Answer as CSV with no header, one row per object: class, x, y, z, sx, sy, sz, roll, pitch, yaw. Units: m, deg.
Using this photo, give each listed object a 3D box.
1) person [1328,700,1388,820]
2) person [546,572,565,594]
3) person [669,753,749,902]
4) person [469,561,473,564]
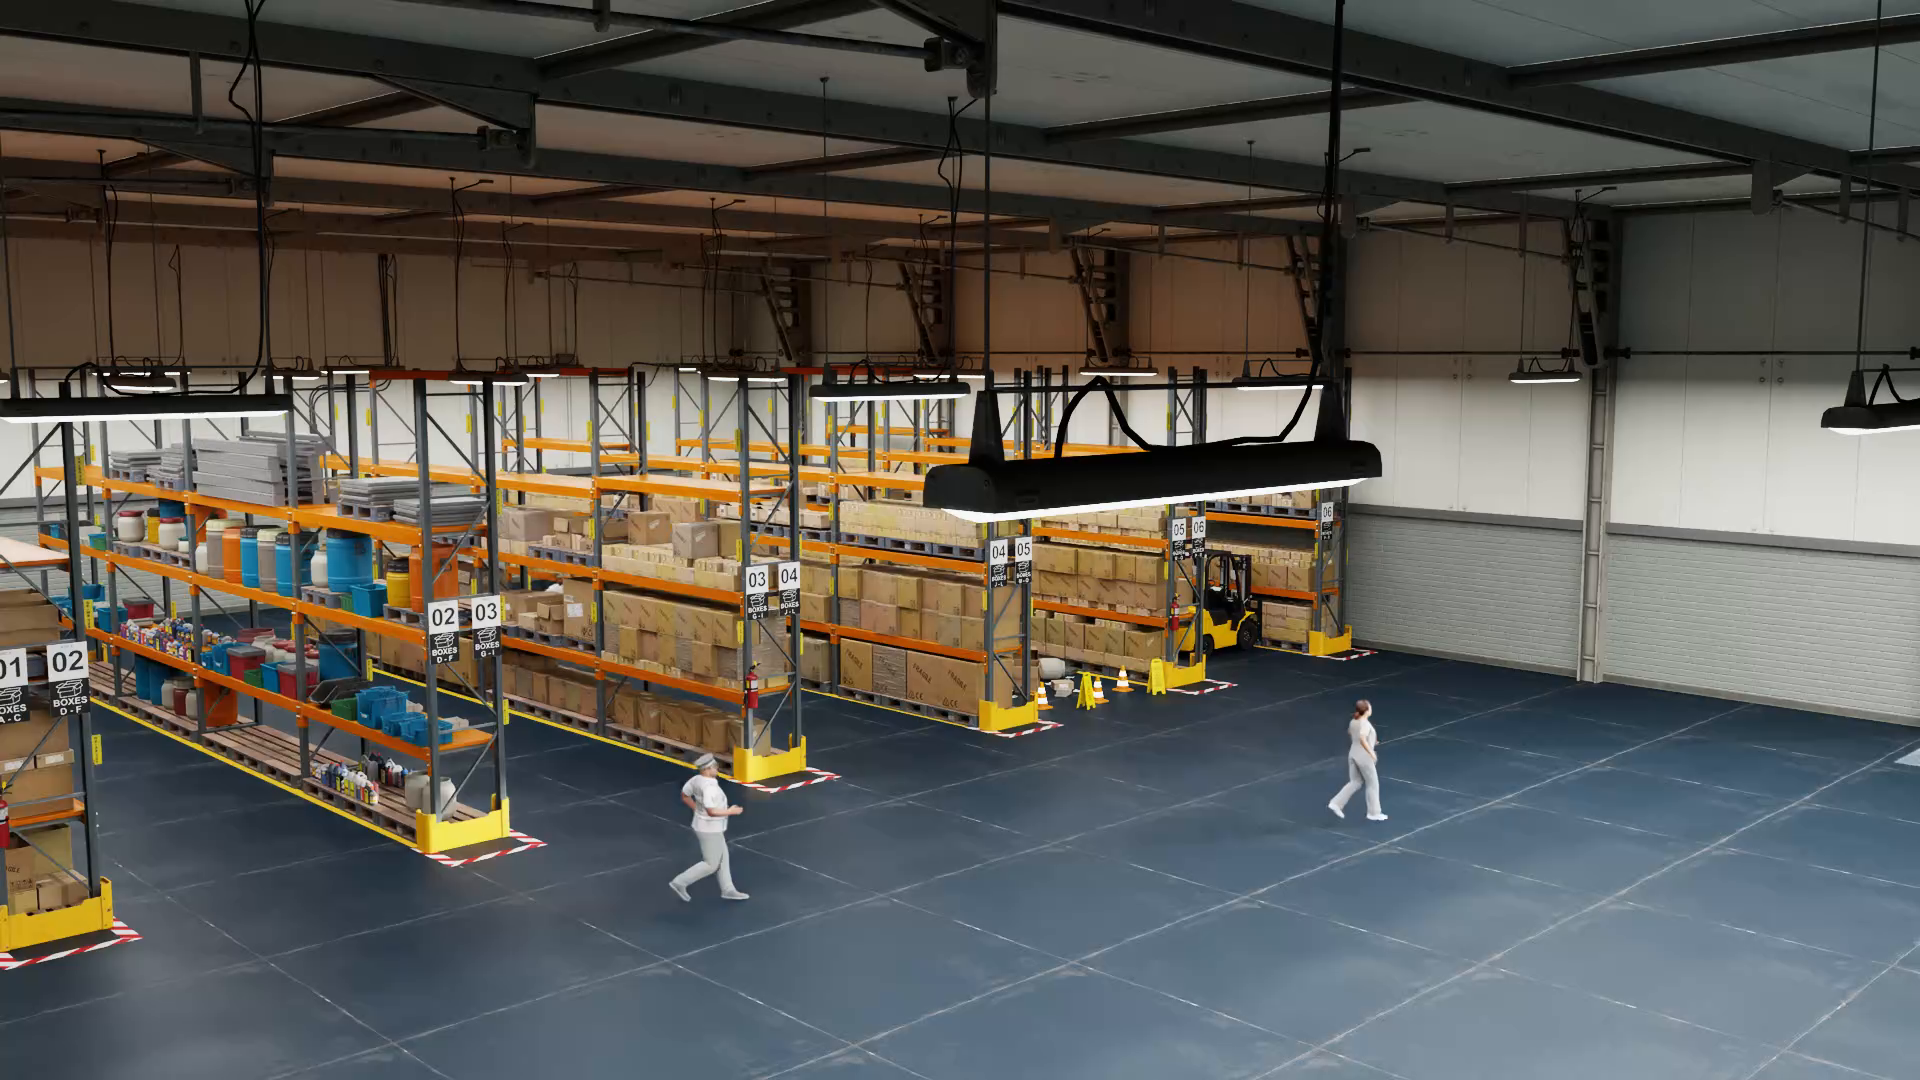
person,5.382,2.968,22.371,0.877,1.664,0.581,-2,7,-20
person,-8.445,1.528,35.135,0.778,1.757,0.549,6,9,43
person,-2.879,3.307,18.999,0.954,1.780,0.664,-3,7,-23
person,-11.210,1.268,37.911,0.698,1.586,0.523,-3,7,-25
